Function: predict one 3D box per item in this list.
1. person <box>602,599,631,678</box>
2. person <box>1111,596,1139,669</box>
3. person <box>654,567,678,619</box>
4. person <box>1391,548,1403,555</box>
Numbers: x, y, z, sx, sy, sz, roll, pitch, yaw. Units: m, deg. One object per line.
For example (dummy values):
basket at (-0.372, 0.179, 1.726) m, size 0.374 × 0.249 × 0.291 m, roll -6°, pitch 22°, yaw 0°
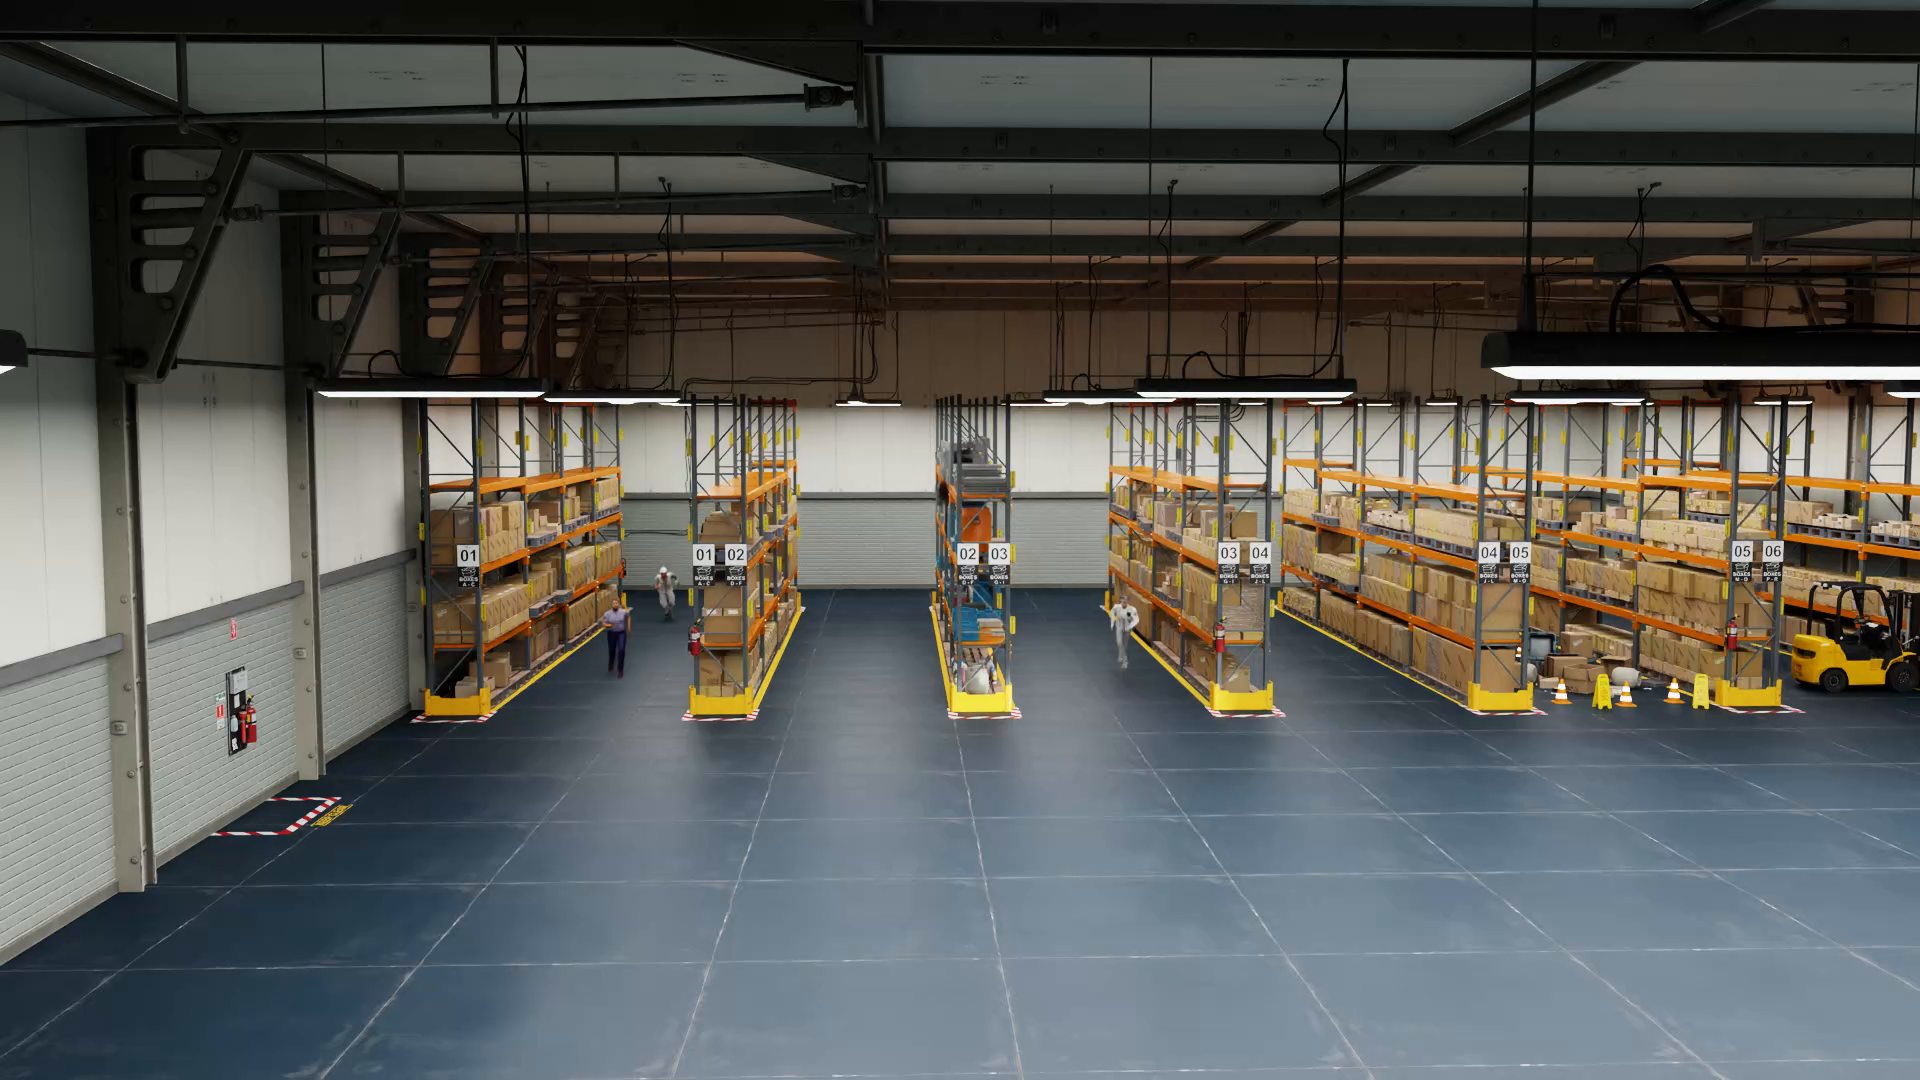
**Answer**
person at (-7.388, 2.094, 35.779) m, size 0.592 × 1.689 × 0.902 m, roll -1°, pitch 5°, yaw -9°
person at (3.512, 1.918, 35.448) m, size 0.605 × 1.551 × 0.973 m, roll 0°, pitch 5°, yaw 6°
person at (-7.930, 1.433, 44.897) m, size 0.700 × 1.484 × 0.978 m, roll -1°, pitch 5°, yaw -16°
person at (13.153, 0.900, 50.103) m, size 0.856 × 1.826 × 0.681 m, roll -1°, pitch 5°, yaw -15°
